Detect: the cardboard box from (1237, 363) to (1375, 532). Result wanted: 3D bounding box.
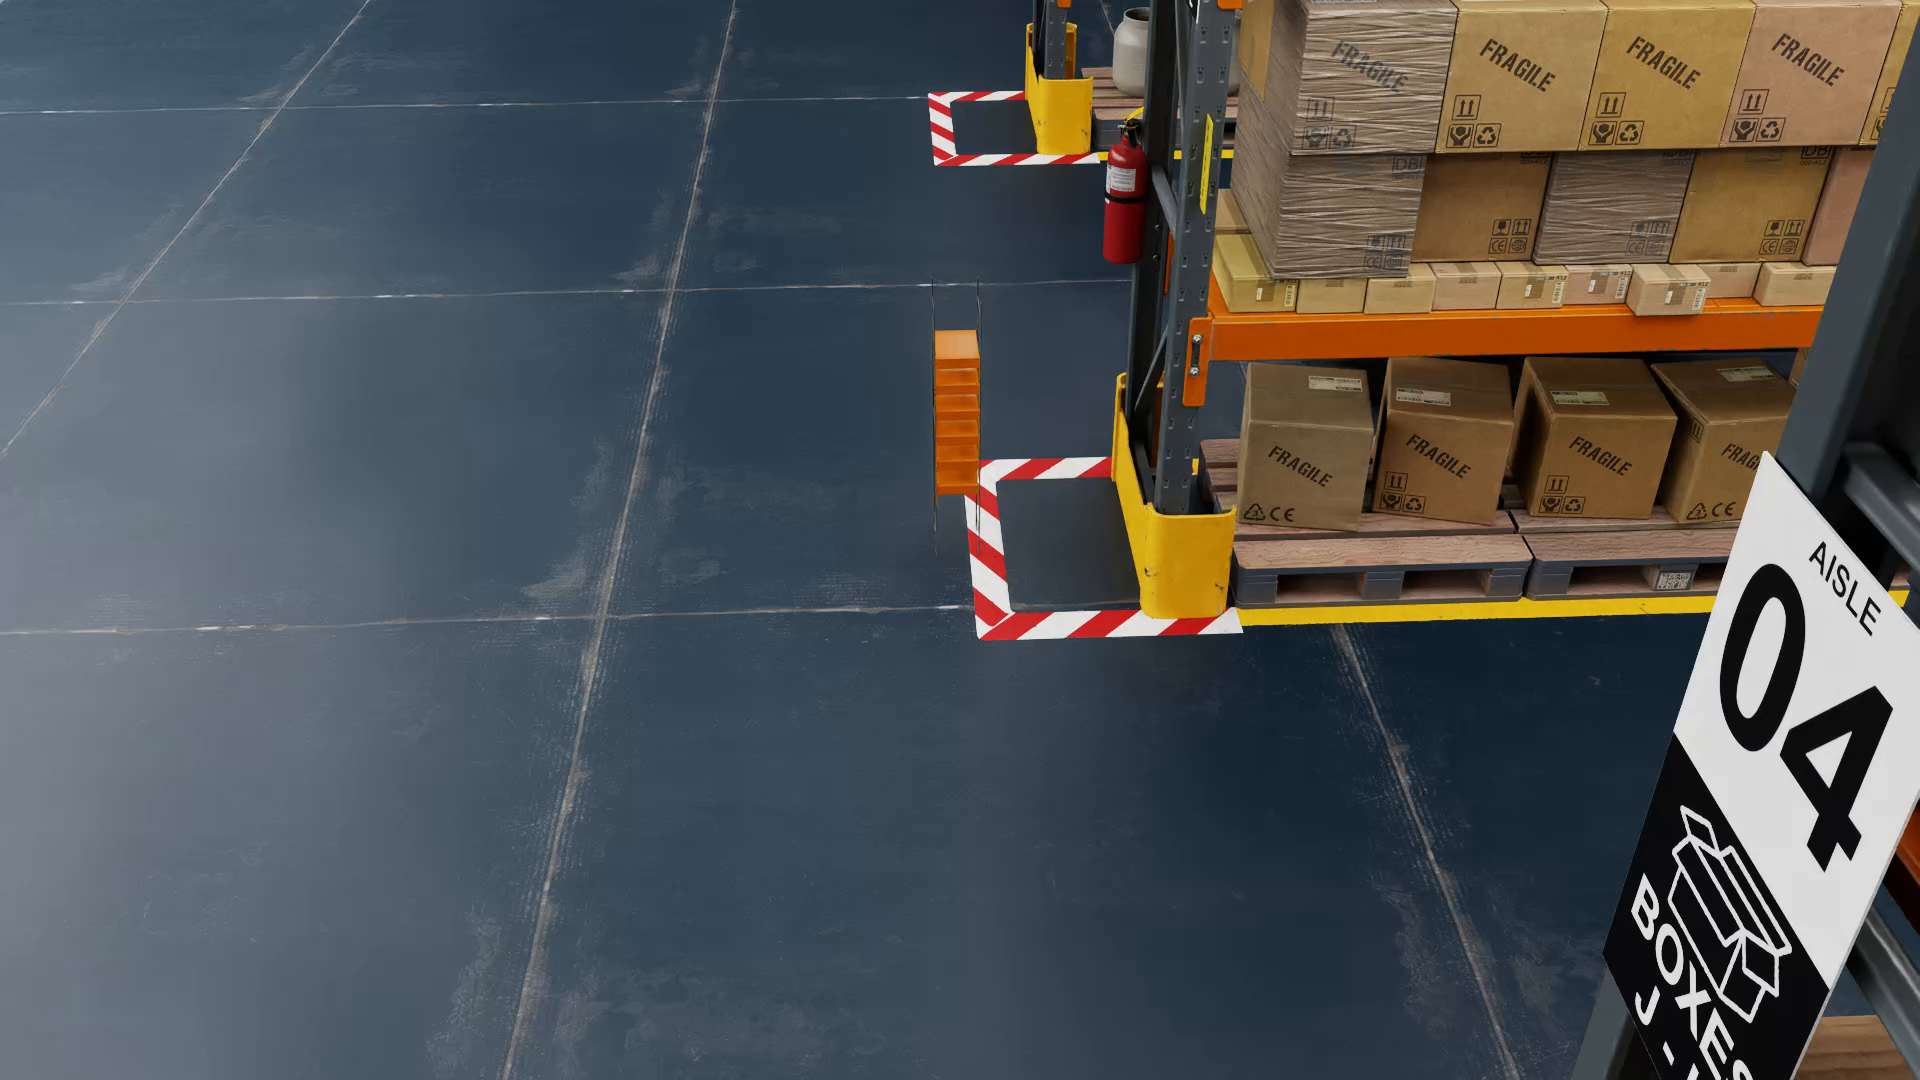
[{"bbox_3d":[1.445,-0.396,7.013,0.500,0.500,0.500,5,35,7],"label":"cardboard box"}]

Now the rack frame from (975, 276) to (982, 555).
[{"bbox_3d":[0.077,-0.496,6.911,0.006,1.200,0.240,-2,35,-2],"label":"rack frame"}]

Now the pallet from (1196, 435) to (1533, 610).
[{"bbox_3d":[1.709,-0.101,7.210,1.213,0.211,1.003,-2,35,-2],"label":"pallet"}]

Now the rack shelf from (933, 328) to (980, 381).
[{"bbox_3d":[-0.015,-0.752,6.728,0.180,0.103,0.258,-2,35,-2],"label":"rack shelf"}]

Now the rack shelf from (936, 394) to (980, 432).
[{"bbox_3d":[-0.015,-0.555,6.865,0.180,0.103,0.258,-2,35,-2],"label":"rack shelf"}]

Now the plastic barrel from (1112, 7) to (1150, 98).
[{"bbox_3d":[1.239,-3.270,11.156,0.421,0.512,0.421,0,35,0],"label":"plastic barrel"}]

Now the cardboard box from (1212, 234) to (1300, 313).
[{"bbox_3d":[1.116,-1.012,6.298,0.250,0.149,0.380,-2,35,-2],"label":"cardboard box"}]

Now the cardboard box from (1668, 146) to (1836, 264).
[{"bbox_3d":[2.866,-1.484,6.409,0.500,0.500,0.875,-2,35,-2],"label":"cardboard box"}]

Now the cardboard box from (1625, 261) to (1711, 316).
[{"bbox_3d":[2.619,-0.998,6.277,0.250,0.149,0.380,-2,35,-2],"label":"cardboard box"}]

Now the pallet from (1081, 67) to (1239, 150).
[{"bbox_3d":[1.471,-2.960,11.342,1.213,0.211,1.003,-2,35,-2],"label":"pallet"}]

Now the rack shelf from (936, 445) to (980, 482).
[{"bbox_3d":[-0.015,-0.358,7.002,0.180,0.103,0.258,-2,35,-2],"label":"rack shelf"}]

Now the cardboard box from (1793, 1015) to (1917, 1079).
[{"bbox_3d":[1.326,1.085,1.966,0.550,0.550,0.875,-2,35,-2],"label":"cardboard box"}]

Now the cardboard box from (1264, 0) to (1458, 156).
[{"bbox_3d":[1.382,-1.678,5.811,0.500,0.500,0.500,-2,35,-2],"label":"cardboard box"}]

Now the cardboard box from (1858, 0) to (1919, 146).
[{"bbox_3d":[3.380,-1.730,5.886,0.500,0.500,0.500,-2,35,-2],"label":"cardboard box"}]

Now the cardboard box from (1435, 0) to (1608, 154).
[{"bbox_3d":[1.882,-1.688,5.825,0.500,0.500,0.500,-2,35,-2],"label":"cardboard box"}]

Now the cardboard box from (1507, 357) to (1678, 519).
[{"bbox_3d":[2.666,-0.437,7.074,0.500,0.500,0.500,2,35,2],"label":"cardboard box"}]

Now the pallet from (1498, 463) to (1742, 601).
[{"bbox_3d":[2.925,-0.132,7.255,1.213,0.211,1.003,-2,35,-2],"label":"pallet"}]

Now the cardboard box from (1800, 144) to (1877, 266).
[{"bbox_3d":[3.367,-1.474,6.394,0.500,0.500,0.875,-2,35,-2],"label":"cardboard box"}]

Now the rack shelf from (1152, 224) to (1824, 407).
[{"bbox_3d":[2.818,-1.002,6.694,4.000,0.370,1.077,-2,35,-2],"label":"rack shelf"}]

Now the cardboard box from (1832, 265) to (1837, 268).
[{"bbox_3d":[3.364,-1.070,6.381,0.250,0.149,0.380,-2,35,-2],"label":"cardboard box"}]

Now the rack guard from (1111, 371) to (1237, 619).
[{"bbox_3d":[0.896,-0.218,7.125,0.348,0.500,1.175,-2,35,-2],"label":"rack guard"}]

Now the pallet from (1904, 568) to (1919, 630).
[{"bbox_3d":[1.694,0.356,1.542,1.213,0.211,1.003,-2,35,-2],"label":"pallet"}]

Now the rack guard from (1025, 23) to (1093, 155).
[{"bbox_3d":[0.659,-3.060,11.232,0.348,0.500,1.175,-2,35,-2],"label":"rack guard"}]

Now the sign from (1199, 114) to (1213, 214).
[{"bbox_3d":[0.846,-1.291,5.719,0.005,0.325,0.100,-2,35,-2],"label":"sign"}]

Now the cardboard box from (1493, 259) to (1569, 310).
[{"bbox_3d":[2.116,-1.028,6.320,0.250,0.149,0.380,-2,35,-2],"label":"cardboard box"}]

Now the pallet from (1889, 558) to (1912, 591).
[{"bbox_3d":[4.146,-0.167,7.305,1.213,0.211,1.003,-2,35,-2],"label":"pallet"}]

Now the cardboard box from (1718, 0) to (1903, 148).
[{"bbox_3d":[2.881,-1.719,5.870,0.500,0.500,0.500,-2,35,-2],"label":"cardboard box"}]

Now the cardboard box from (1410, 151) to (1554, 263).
[{"bbox_3d":[1.865,-1.488,6.415,0.500,0.500,0.875,-2,35,-2],"label":"cardboard box"}]

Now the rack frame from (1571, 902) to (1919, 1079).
[{"bbox_3d":[0.954,1.579,2.333,0.127,3.000,1.000,-2,35,-2],"label":"rack frame"}]

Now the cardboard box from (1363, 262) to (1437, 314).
[{"bbox_3d":[1.617,-1.007,6.289,0.250,0.149,0.380,-2,35,-2],"label":"cardboard box"}]

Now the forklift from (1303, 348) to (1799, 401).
[{"bbox_3d":[3.252,-2.181,7.826,3.031,2.935,1.130,-1,35,-2],"label":"forklift"}]

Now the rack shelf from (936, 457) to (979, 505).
[{"bbox_3d":[-0.015,-0.259,7.070,0.180,0.103,0.258,-2,35,-2],"label":"rack shelf"}]

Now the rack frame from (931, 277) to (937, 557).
[{"bbox_3d":[-0.106,-0.491,6.904,0.006,1.200,0.240,-2,35,-2],"label":"rack frame"}]

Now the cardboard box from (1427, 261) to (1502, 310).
[{"bbox_3d":[1.866,-1.025,6.316,0.250,0.149,0.380,-2,35,-2],"label":"cardboard box"}]

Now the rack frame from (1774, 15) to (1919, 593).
[{"bbox_3d":[0.954,-0.888,0.626,0.127,3.000,1.000,-2,35,-2],"label":"rack frame"}]

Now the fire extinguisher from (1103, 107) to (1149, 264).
[{"bbox_3d":[0.684,-1.471,6.807,0.183,0.674,0.296,-2,35,-2],"label":"fire extinguisher"}]

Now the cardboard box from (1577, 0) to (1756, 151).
[{"bbox_3d":[2.382,-1.702,5.845,0.500,0.500,0.500,-2,35,-2],"label":"cardboard box"}]

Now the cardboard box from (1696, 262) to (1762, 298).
[{"bbox_3d":[2.862,-1.080,6.395,0.250,0.149,0.380,-2,35,-2],"label":"cardboard box"}]

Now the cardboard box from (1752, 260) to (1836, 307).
[{"bbox_3d":[3.116,-1.043,6.342,0.250,0.149,0.380,-2,35,-2],"label":"cardboard box"}]

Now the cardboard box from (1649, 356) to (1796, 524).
[{"bbox_3d":[3.226,-0.427,7.059,0.500,0.500,0.500,-4,35,-6],"label":"cardboard box"}]

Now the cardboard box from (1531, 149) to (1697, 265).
[{"bbox_3d":[2.366,-1.477,6.399,0.500,0.500,0.875,-2,35,-2],"label":"cardboard box"}]

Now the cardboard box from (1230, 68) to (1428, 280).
[{"bbox_3d":[1.371,-1.406,6.297,0.500,0.500,0.875,-2,35,-2],"label":"cardboard box"}]

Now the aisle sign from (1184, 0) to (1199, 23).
[{"bbox_3d":[0.772,-2.140,5.422,0.004,0.787,0.394,-2,35,-2],"label":"aisle sign"}]

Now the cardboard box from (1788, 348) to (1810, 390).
[{"bbox_3d":[3.842,-0.488,7.147,0.500,0.500,0.500,9,36,13],"label":"cardboard box"}]

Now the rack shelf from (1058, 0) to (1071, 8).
[{"bbox_3d":[2.583,-3.817,10.762,4.000,0.370,1.077,-2,35,-2],"label":"rack shelf"}]

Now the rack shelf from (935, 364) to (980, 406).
[{"bbox_3d":[-0.015,-0.654,6.797,0.180,0.103,0.258,-2,35,-2],"label":"rack shelf"}]

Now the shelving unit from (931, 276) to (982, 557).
[{"bbox_3d":[-0.015,-0.493,6.908,0.189,1.200,0.258,-2,35,-2],"label":"shelving unit"}]

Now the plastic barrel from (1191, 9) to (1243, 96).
[{"bbox_3d":[1.740,-3.283,11.176,0.421,0.512,0.421,0,35,0],"label":"plastic barrel"}]

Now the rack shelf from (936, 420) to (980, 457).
[{"bbox_3d":[-0.015,-0.456,6.933,0.180,0.103,0.258,-2,35,-2],"label":"rack shelf"}]

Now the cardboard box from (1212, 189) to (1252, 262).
[{"bbox_3d":[1.095,-1.265,6.663,0.250,0.149,0.380,-2,35,-2],"label":"cardboard box"}]

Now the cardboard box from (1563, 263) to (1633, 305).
[{"bbox_3d":[2.364,-1.050,6.352,0.250,0.149,0.380,-2,35,-2],"label":"cardboard box"}]

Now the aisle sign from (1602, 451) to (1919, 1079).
[{"bbox_3d":[0.869,0.341,1.837,0.004,0.787,0.394,-2,35,-2],"label":"aisle sign"}]

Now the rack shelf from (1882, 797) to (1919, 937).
[{"bbox_3d":[2.952,0.587,1.762,4.000,0.370,1.077,-2,35,-2],"label":"rack shelf"}]

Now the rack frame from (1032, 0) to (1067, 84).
[{"bbox_3d":[0.586,-4.059,10.479,0.127,3.000,1.000,-2,35,-2],"label":"rack frame"}]

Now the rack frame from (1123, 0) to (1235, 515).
[{"bbox_3d":[0.820,-1.244,6.411,0.127,3.000,1.000,-2,35,-2],"label":"rack frame"}]

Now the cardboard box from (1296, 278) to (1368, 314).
[{"bbox_3d":[1.367,-1.008,6.292,0.250,0.149,0.380,-2,35,-2],"label":"cardboard box"}]

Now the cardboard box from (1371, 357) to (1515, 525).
[{"bbox_3d":[2.040,-0.431,7.065,0.500,0.500,0.500,7,35,10],"label":"cardboard box"}]

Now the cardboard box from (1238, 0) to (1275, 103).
[{"bbox_3d":[1.358,-1.973,6.238,0.500,0.500,0.500,-2,35,-2],"label":"cardboard box"}]

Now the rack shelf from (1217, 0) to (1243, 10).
[{"bbox_3d":[2.818,-2.235,5.840,4.000,0.370,1.077,-2,35,-2],"label":"rack shelf"}]
